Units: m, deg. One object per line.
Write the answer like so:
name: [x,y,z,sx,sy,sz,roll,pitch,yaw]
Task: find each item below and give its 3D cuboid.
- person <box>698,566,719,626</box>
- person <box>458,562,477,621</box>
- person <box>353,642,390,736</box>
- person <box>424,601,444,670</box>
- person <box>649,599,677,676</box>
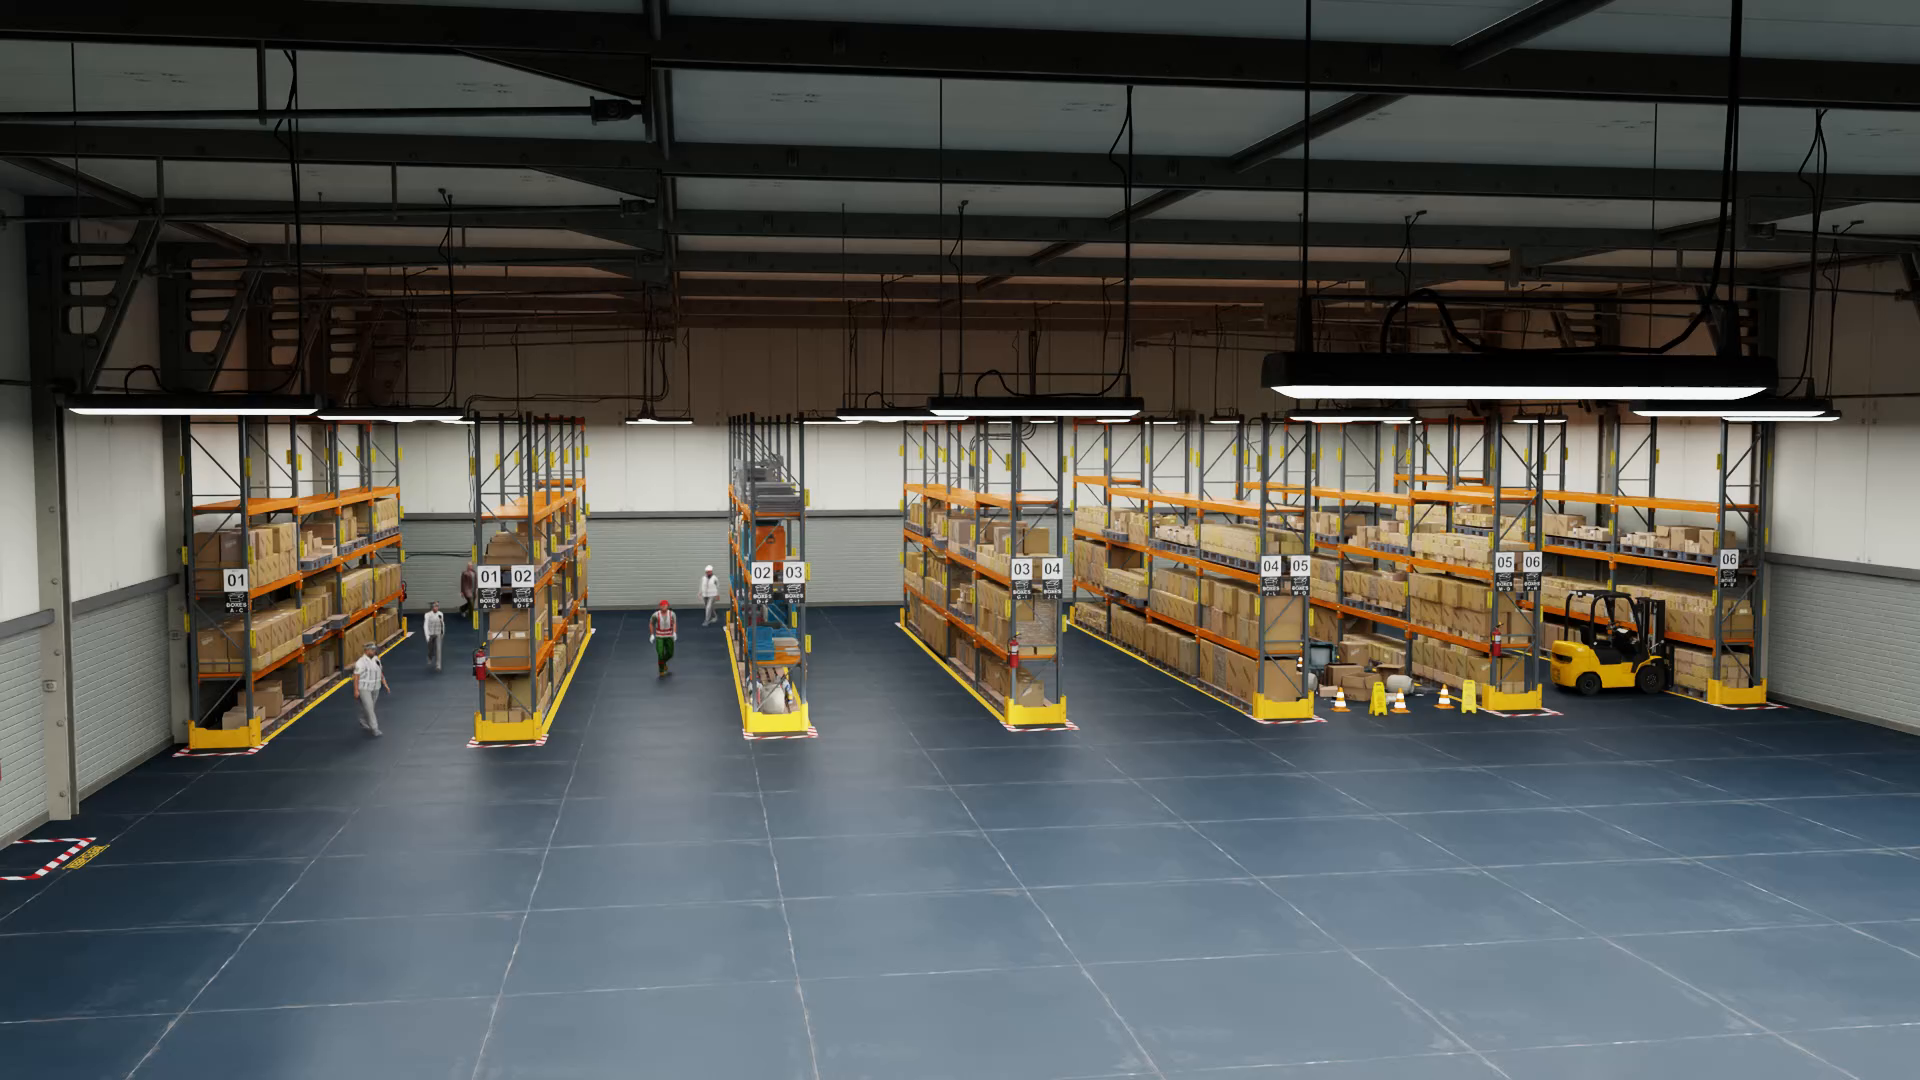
person: [-7.224,1.596,47.874,0.518,1.719,1.100,2,4,23]
person: [-14.530,1.502,49.155,0.982,1.742,0.588,2,5,31]
person: [-10.981,2.735,30.971,1.116,1.685,0.622,3,5,39]
person: [-12.412,2.225,39.234,0.467,1.619,1.070,-1,4,-19]
person: [-6.876,2.238,38.425,0.624,1.764,0.699,-2,4,-25]
